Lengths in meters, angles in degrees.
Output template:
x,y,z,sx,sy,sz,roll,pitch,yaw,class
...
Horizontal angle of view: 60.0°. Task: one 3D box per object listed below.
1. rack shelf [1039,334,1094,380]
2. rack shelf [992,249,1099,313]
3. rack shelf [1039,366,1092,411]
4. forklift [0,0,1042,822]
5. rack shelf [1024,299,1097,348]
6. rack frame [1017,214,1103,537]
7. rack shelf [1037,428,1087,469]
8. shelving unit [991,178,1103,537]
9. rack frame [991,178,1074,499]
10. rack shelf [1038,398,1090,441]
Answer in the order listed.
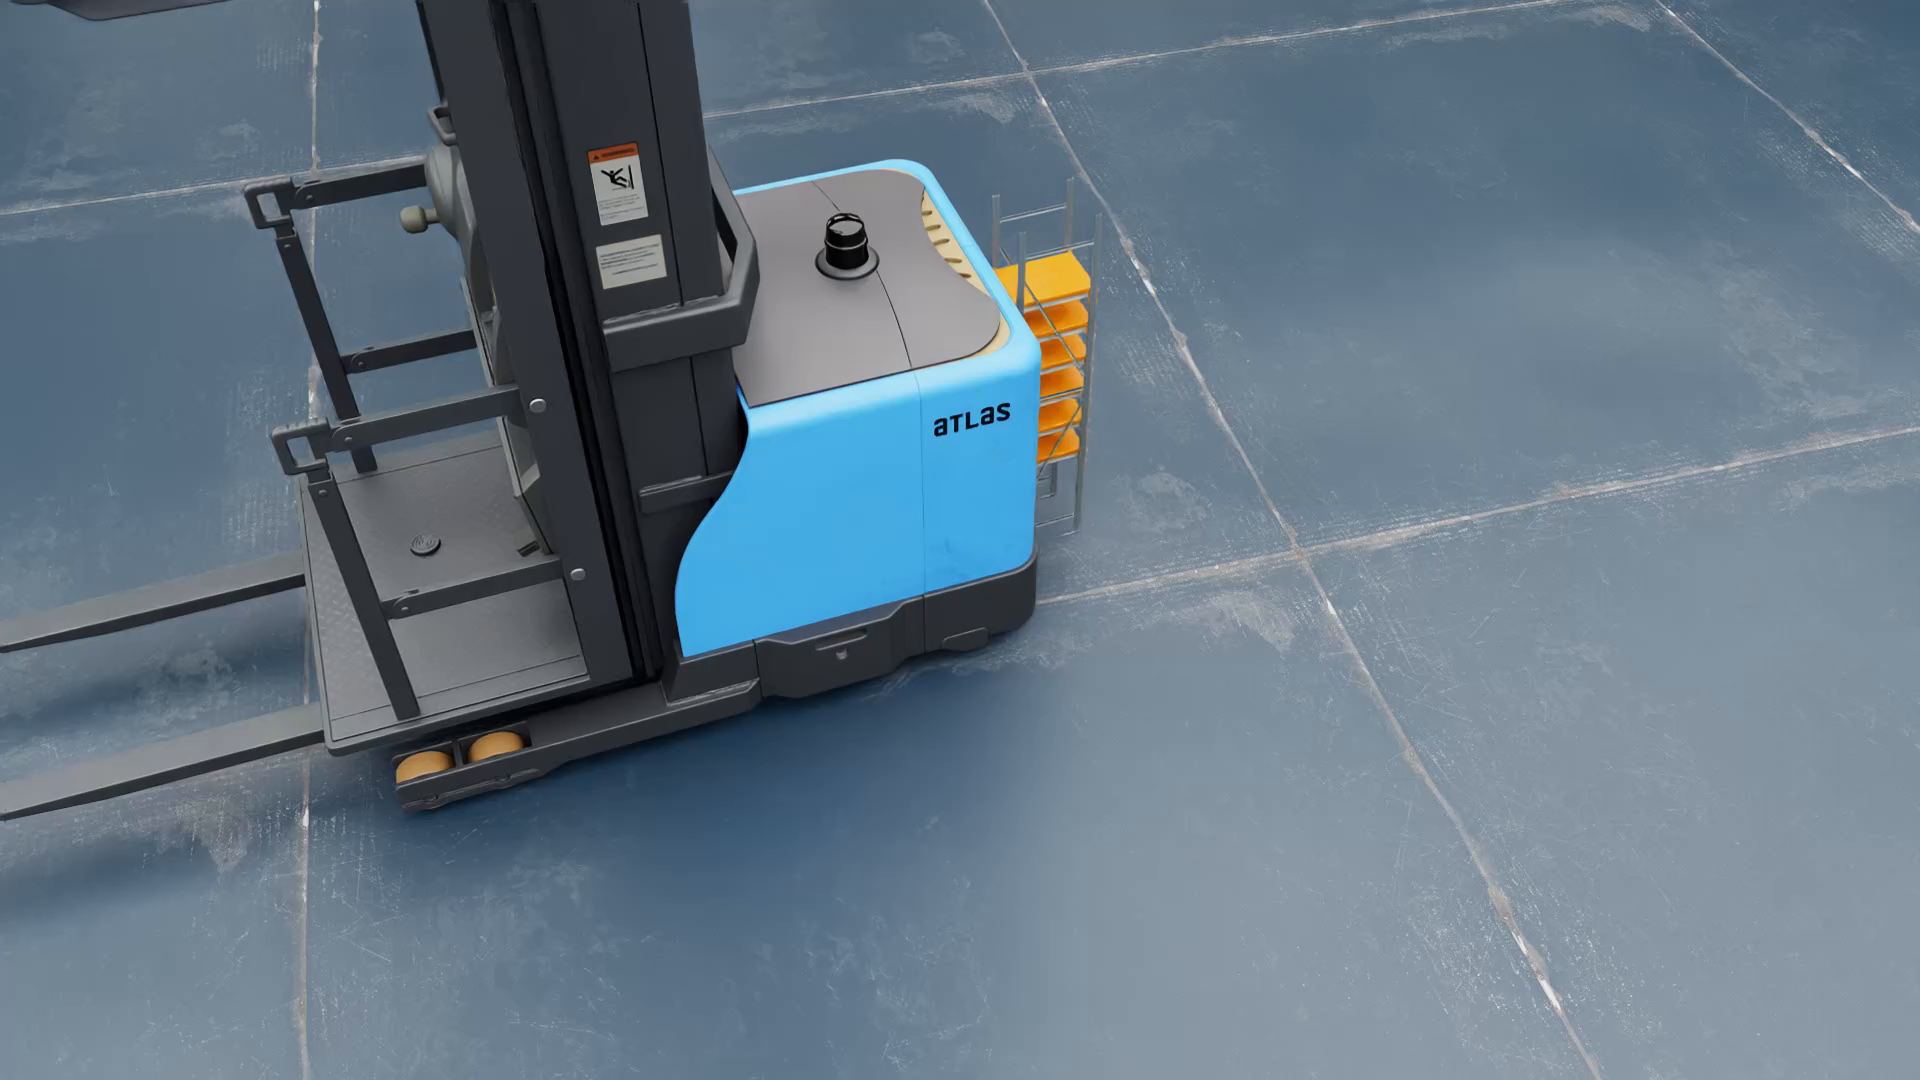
x,y,z,sx,sy,sz,roll,pitch,yaw,class
0.233,-0.528,4.822,0.258,0.103,0.180,-16,48,-15,rack shelf
0.233,-0.696,4.650,0.258,0.103,0.180,-16,48,-15,rack shelf
0.233,-0.444,4.907,0.258,0.103,0.180,-16,48,-15,rack shelf
-1.349,-0.721,3.904,3.031,2.935,1.130,-15,47,-14,forklift
0.233,-0.612,4.736,0.258,0.103,0.180,-16,48,-15,rack shelf
0.267,-0.414,4.816,0.240,1.200,0.006,-16,48,-15,rack frame
0.233,-0.276,5.079,0.258,0.103,0.180,-16,48,-15,rack shelf
0.233,-0.475,4.876,0.258,1.200,0.189,-16,48,-15,shelving unit
0.200,-0.536,4.935,0.240,1.200,0.006,-16,48,-15,rack frame
0.233,-0.360,4.993,0.258,0.103,0.180,-16,48,-15,rack shelf
